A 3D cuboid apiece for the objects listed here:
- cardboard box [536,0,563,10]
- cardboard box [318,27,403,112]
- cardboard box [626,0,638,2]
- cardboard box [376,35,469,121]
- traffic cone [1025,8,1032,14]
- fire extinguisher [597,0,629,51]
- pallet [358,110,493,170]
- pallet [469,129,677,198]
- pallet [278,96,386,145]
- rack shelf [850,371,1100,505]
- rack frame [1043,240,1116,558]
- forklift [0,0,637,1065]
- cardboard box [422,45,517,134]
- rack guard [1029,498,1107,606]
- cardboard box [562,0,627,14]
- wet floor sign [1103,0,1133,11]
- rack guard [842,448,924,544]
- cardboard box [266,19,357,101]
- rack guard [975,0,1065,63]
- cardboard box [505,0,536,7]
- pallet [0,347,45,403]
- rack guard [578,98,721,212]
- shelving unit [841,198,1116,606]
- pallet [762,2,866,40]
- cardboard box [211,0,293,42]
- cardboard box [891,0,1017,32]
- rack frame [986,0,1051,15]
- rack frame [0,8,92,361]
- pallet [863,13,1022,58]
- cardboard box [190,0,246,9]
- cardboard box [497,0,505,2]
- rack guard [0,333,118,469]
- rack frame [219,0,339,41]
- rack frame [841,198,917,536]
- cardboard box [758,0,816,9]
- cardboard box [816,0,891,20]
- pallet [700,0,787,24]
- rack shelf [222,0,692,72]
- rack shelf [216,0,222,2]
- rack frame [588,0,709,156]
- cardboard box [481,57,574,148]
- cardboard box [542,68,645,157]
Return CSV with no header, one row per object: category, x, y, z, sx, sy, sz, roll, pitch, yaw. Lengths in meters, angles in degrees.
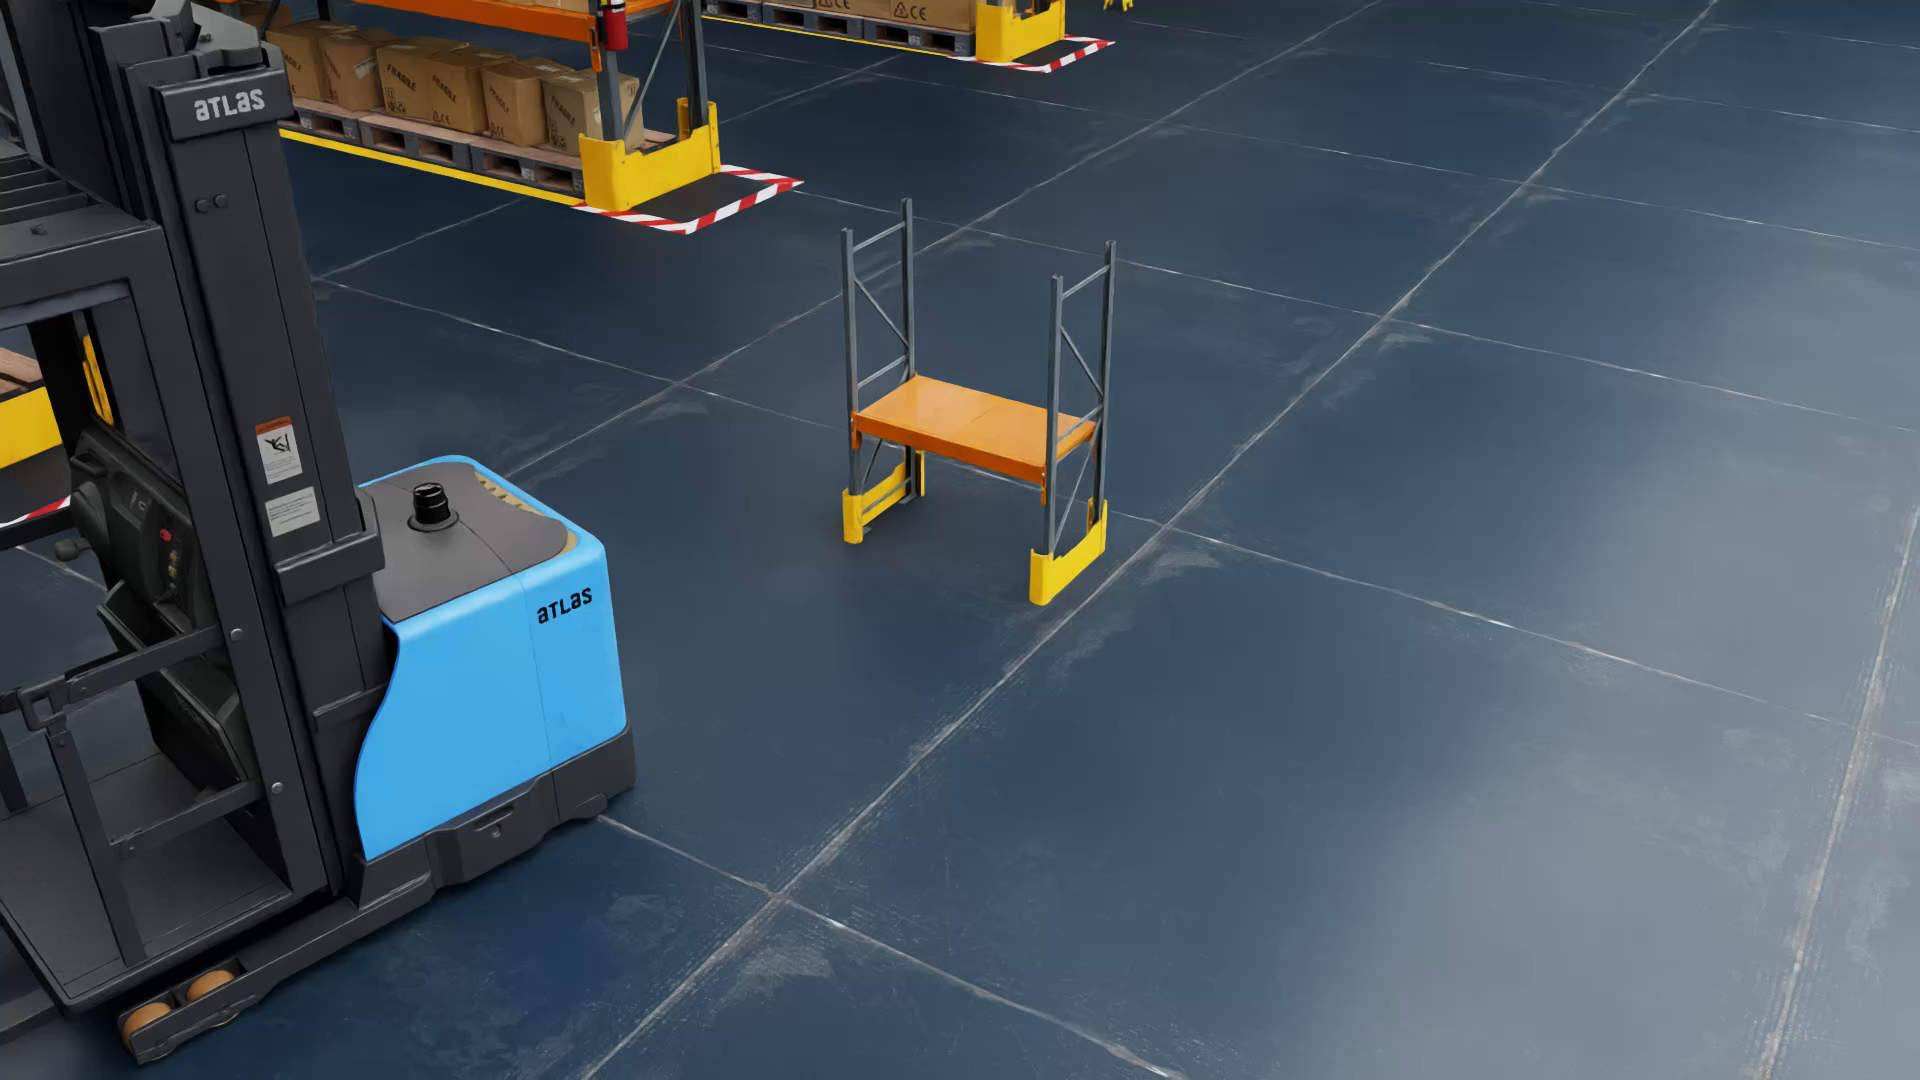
cardboard box,-2.731,-3.813,11.558,0.250,0.149,0.380,18,35,27
cardboard box,-4.750,-3.765,13.290,0.500,0.500,0.500,-23,37,-33
cardboard box,-2.283,-3.935,11.768,0.250,0.149,0.380,18,35,27
cardboard box,-4.182,-3.632,13.062,0.500,0.500,0.500,14,33,23
traffic cone,0.859,-5.608,16.904,0.334,0.463,0.336,18,35,27
fire extinguisher,-2.316,-3.605,11.029,0.183,0.674,0.296,18,35,27
pallet,-3.931,-3.242,13.097,1.213,0.211,1.003,18,35,27
pallet,-2.902,-2.914,12.536,1.213,0.211,1.003,18,35,27
pallet,-4.969,-3.568,13.657,1.213,0.211,1.003,18,35,27
rack shelf,0.072,-0.470,7.424,1.000,0.185,0.538,18,35,27
rack frame,0.503,-0.489,7.099,0.032,1.500,0.500,18,35,27
forklift,-2.592,0.015,4.816,3.031,2.935,1.130,-26,39,-37
cardboard box,-3.733,-3.463,12.773,0.500,0.500,0.500,21,36,32
rack guard,0.486,0.046,7.423,0.087,0.250,0.587,18,35,27
cardboard box,-2.519,-3.746,11.443,0.250,0.149,0.380,18,35,27
wet floor sign,1.631,-5.776,17.010,0.232,0.644,0.267,12,32,19
rack guard,-0.357,-0.221,7.881,0.087,0.250,0.587,18,35,27
cardboard box,-5.239,-3.915,13.548,0.500,0.500,0.500,16,34,26
rack guard,0.574,-4.869,15.601,0.348,0.500,1.175,18,35,27
cardboard box,-2.970,-3.858,11.635,0.250,0.149,0.380,18,35,27
pallet,-5.576,-0.768,8.856,1.213,0.211,1.003,18,35,27
rack guard,-2.233,-2.806,12.064,0.348,0.500,1.175,18,35,27
shelving unit,0.065,-0.627,7.337,1.083,1.500,0.587,18,35,27
pallet,-1.194,-5.259,16.555,1.213,0.211,1.003,18,35,27
cardboard box,-6.065,-4.221,14.053,0.500,0.500,0.700,15,33,24
cardboard box,-0.055,-5.373,15.674,0.875,0.875,0.875,18,35,28
rack frame,0.554,-5.956,14.982,0.127,3.000,1.000,18,35,27
rack frame,-4.801,-1.752,7.776,0.127,3.000,1.000,18,35,27
pallet,-0.165,-4.932,15.994,1.213,0.211,1.003,18,35,27
cardboard box,-6.459,-4.357,14.286,0.500,0.500,0.700,17,34,27
cardboard box,-3.174,-3.931,11.761,0.250,0.149,0.380,18,35,27
rack guard,-4.891,-0.672,8.406,0.348,0.500,1.175,18,35,27
rack frame,-5.556,-4.937,13.236,0.127,3.000,1.000,18,35,27
rack frame,-0.358,-0.761,7.566,0.032,1.500,0.500,18,35,27
cardboard box,-1.573,-5.853,16.497,0.875,0.875,0.875,18,35,28
cardboard box,-0.802,-5.608,16.077,0.875,0.875,0.875,17,34,27
pallet,-2.231,-5.586,17.115,1.213,0.211,1.003,18,35,27
rack shelf,-3.862,-4.091,12.499,4.000,0.370,1.077,18,35,27
rack shelf,-7.250,-5.162,14.336,4.000,0.370,1.077,18,35,27
rack frame,-2.168,-3.866,11.400,0.127,3.000,1.000,18,35,27
cardboard box,-3.213,-3.287,12.472,0.500,0.500,0.500,-25,38,-36
cardboard box,-2.688,-3.142,12.223,0.500,0.500,0.500,25,39,36
